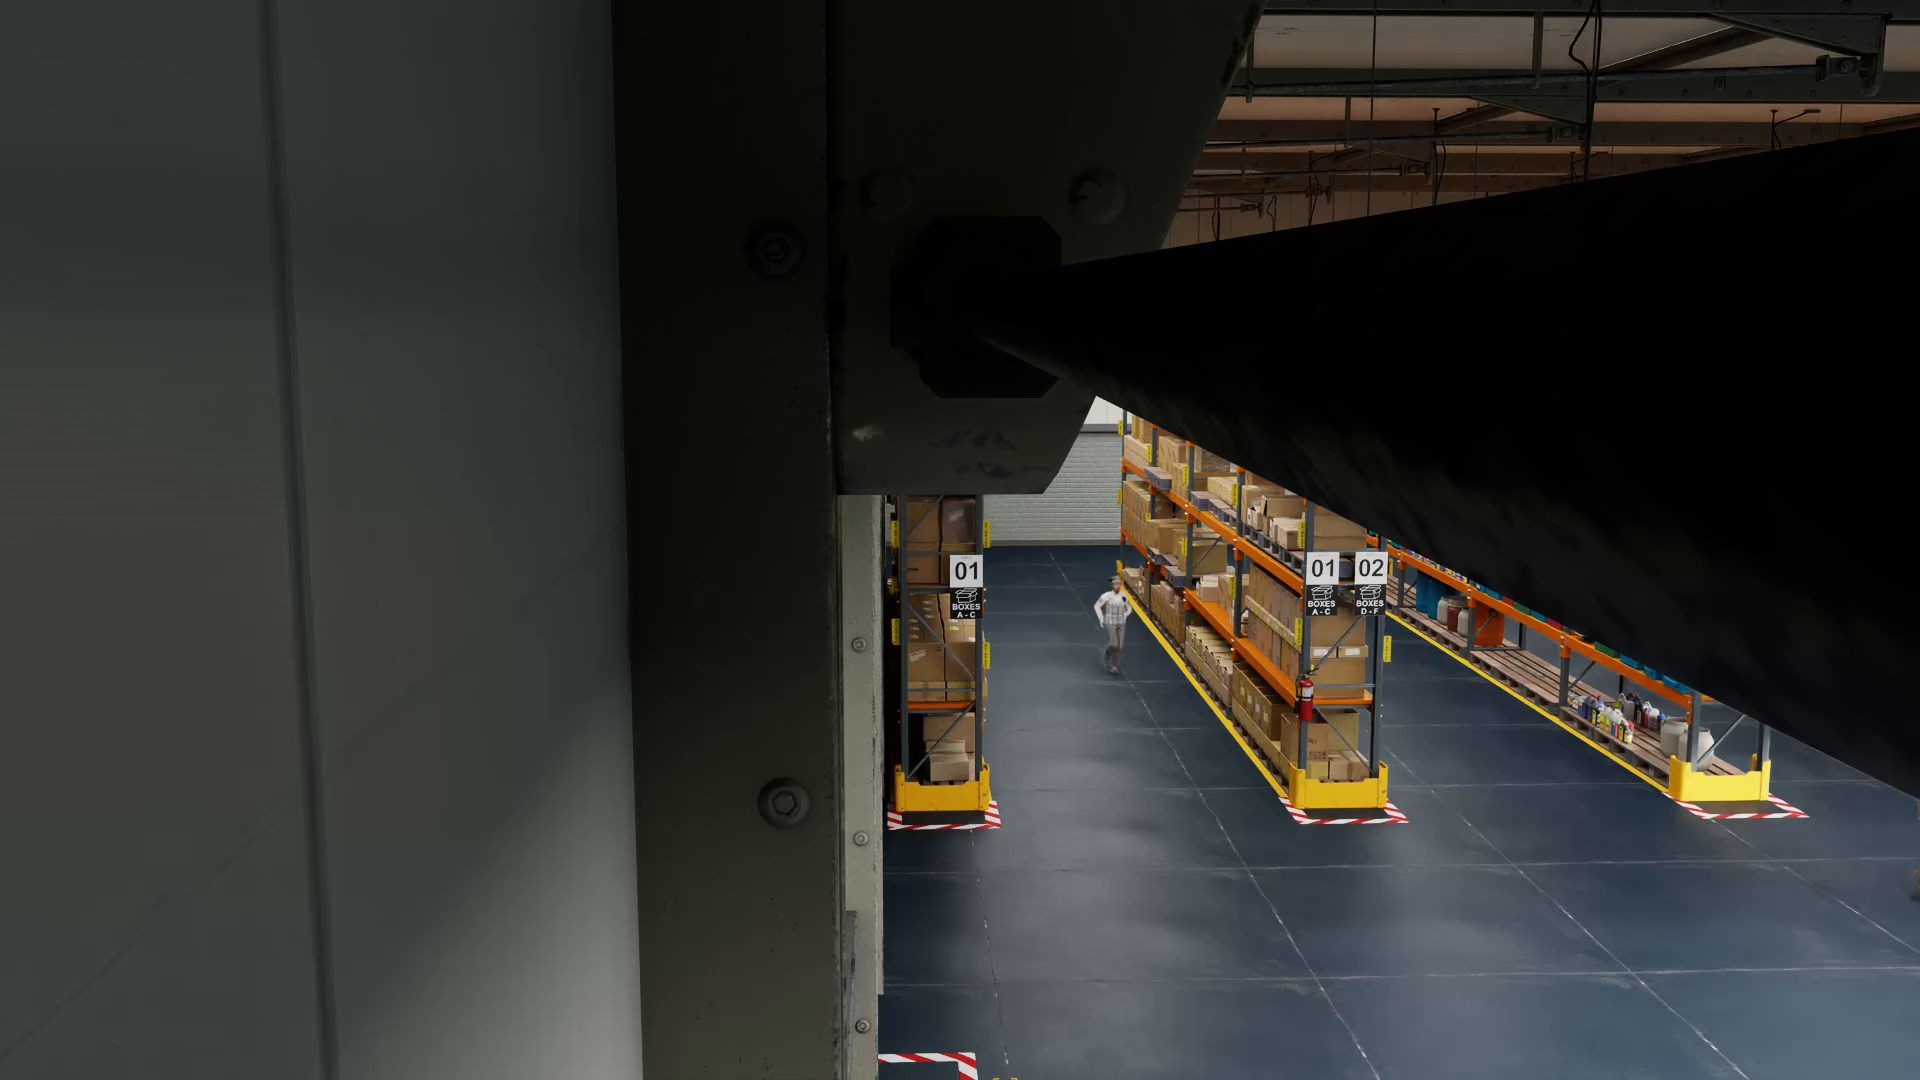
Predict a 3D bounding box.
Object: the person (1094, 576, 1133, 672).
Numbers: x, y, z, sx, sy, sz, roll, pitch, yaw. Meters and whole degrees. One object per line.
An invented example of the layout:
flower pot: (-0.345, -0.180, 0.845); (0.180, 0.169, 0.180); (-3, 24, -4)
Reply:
person: (2.610, 1.416, 27.807); (0.599, 1.657, 0.560); (-2, 9, -15)
